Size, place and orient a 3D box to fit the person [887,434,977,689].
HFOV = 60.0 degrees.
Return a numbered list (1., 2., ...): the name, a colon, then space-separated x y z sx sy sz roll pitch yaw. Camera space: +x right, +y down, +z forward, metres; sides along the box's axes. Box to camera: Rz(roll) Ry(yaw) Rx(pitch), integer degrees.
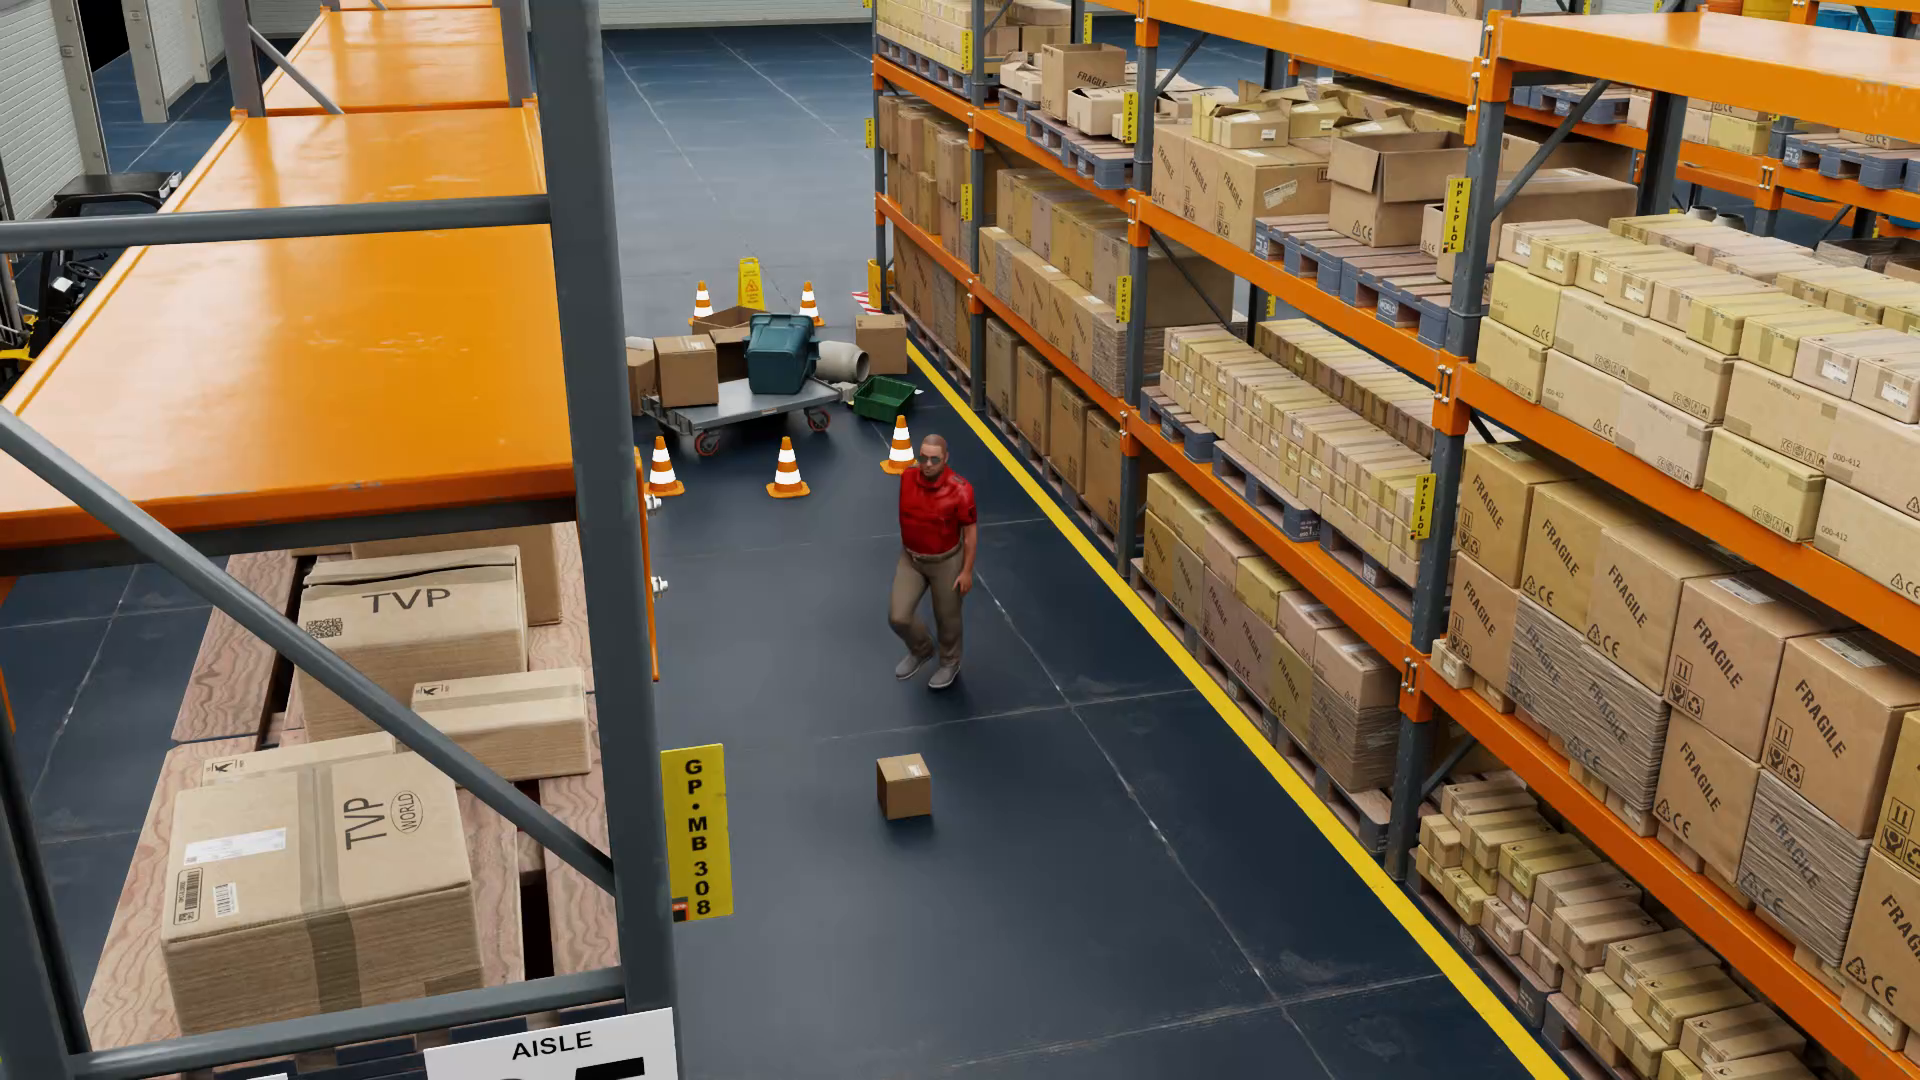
1. person: -0.151 0.135 10.255 0.569 1.711 0.501 10 25 23
